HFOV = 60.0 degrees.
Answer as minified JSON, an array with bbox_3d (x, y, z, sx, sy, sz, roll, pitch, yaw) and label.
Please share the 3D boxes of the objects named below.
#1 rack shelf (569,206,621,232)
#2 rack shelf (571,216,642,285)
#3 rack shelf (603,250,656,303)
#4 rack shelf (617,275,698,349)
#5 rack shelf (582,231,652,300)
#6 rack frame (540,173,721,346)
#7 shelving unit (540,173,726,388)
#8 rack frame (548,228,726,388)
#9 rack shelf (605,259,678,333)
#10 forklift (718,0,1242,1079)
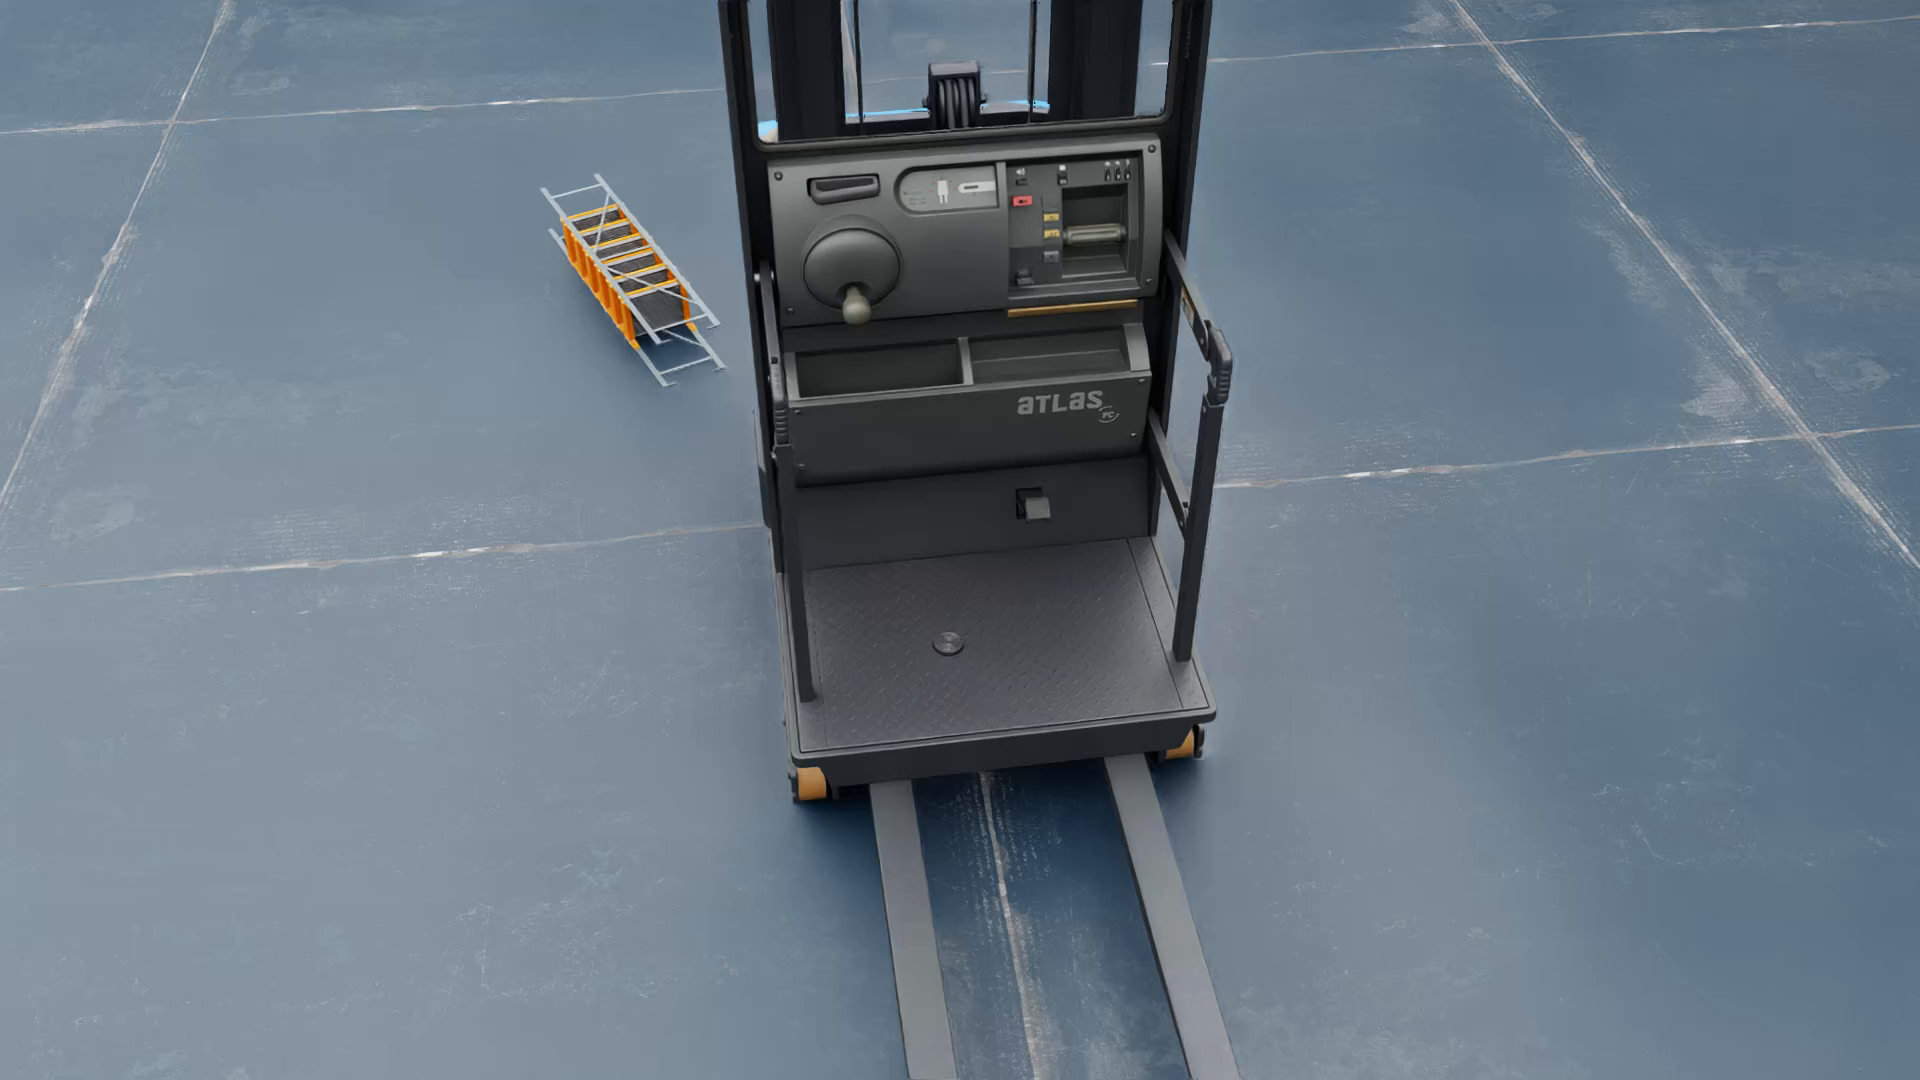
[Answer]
[{"bbox_3d":[-1.402,-1.185,6.420,0.199,0.166,0.020,-21,46,-22],"label":"rack shelf"},{"bbox_3d":[-1.333,-1.104,6.330,0.258,0.180,0.103,-21,46,-22],"label":"rack shelf"},{"bbox_3d":[-1.223,-0.976,6.188,0.199,0.166,0.020,-21,46,-22],"label":"rack shelf"},{"bbox_3d":[-1.094,-0.825,6.020,0.258,0.180,0.103,-21,46,-22],"label":"rack shelf"},{"bbox_3d":[-1.273,-1.034,6.252,0.258,0.180,0.103,-21,46,-22],"label":"rack shelf"},{"bbox_3d":[-1.235,-1.059,6.142,0.240,0.006,1.200,-21,46,-22],"label":"rack frame"},{"bbox_3d":[-1.235,-0.991,6.204,0.258,0.189,1.200,-21,46,-22],"label":"shelving unit"},{"bbox_3d":[-1.235,-0.923,6.265,0.240,0.006,1.200,-21,46,-22],"label":"rack frame"},{"bbox_3d":[-1.154,-0.895,6.098,0.258,0.180,0.103,-21,46,-22],"label":"rack shelf"},{"bbox_3d":[0.054,-0.615,3.809,1.129,2.843,3.031,-6,42,-6],"label":"forklift"}]
